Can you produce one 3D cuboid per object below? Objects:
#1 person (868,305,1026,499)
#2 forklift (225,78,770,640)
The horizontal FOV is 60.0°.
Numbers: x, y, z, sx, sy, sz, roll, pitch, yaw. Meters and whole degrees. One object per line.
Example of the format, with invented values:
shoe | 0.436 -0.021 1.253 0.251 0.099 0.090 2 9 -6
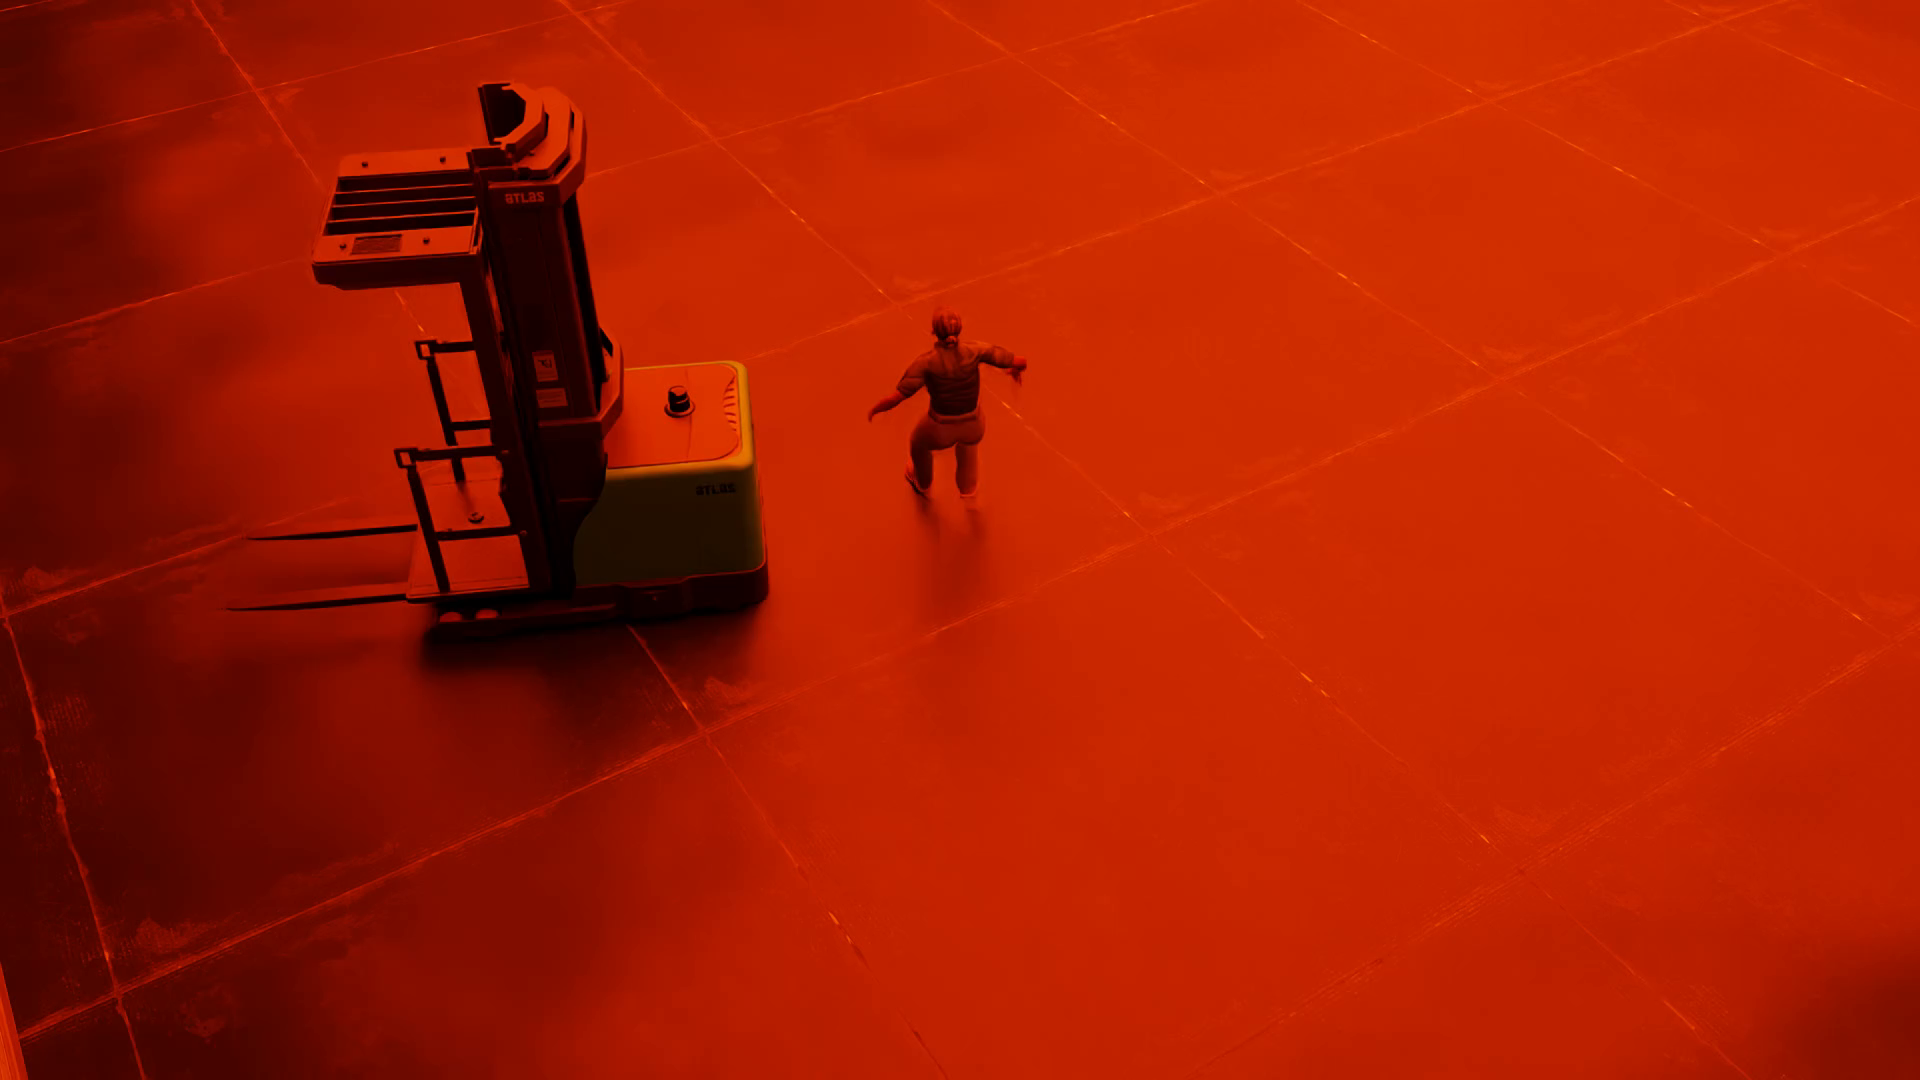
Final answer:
person | -0.108 -0.822 9.803 0.935 1.541 0.770 -8 42 -9
forklift | -2.666 -0.905 8.906 3.031 2.935 1.130 -5 41 -6
